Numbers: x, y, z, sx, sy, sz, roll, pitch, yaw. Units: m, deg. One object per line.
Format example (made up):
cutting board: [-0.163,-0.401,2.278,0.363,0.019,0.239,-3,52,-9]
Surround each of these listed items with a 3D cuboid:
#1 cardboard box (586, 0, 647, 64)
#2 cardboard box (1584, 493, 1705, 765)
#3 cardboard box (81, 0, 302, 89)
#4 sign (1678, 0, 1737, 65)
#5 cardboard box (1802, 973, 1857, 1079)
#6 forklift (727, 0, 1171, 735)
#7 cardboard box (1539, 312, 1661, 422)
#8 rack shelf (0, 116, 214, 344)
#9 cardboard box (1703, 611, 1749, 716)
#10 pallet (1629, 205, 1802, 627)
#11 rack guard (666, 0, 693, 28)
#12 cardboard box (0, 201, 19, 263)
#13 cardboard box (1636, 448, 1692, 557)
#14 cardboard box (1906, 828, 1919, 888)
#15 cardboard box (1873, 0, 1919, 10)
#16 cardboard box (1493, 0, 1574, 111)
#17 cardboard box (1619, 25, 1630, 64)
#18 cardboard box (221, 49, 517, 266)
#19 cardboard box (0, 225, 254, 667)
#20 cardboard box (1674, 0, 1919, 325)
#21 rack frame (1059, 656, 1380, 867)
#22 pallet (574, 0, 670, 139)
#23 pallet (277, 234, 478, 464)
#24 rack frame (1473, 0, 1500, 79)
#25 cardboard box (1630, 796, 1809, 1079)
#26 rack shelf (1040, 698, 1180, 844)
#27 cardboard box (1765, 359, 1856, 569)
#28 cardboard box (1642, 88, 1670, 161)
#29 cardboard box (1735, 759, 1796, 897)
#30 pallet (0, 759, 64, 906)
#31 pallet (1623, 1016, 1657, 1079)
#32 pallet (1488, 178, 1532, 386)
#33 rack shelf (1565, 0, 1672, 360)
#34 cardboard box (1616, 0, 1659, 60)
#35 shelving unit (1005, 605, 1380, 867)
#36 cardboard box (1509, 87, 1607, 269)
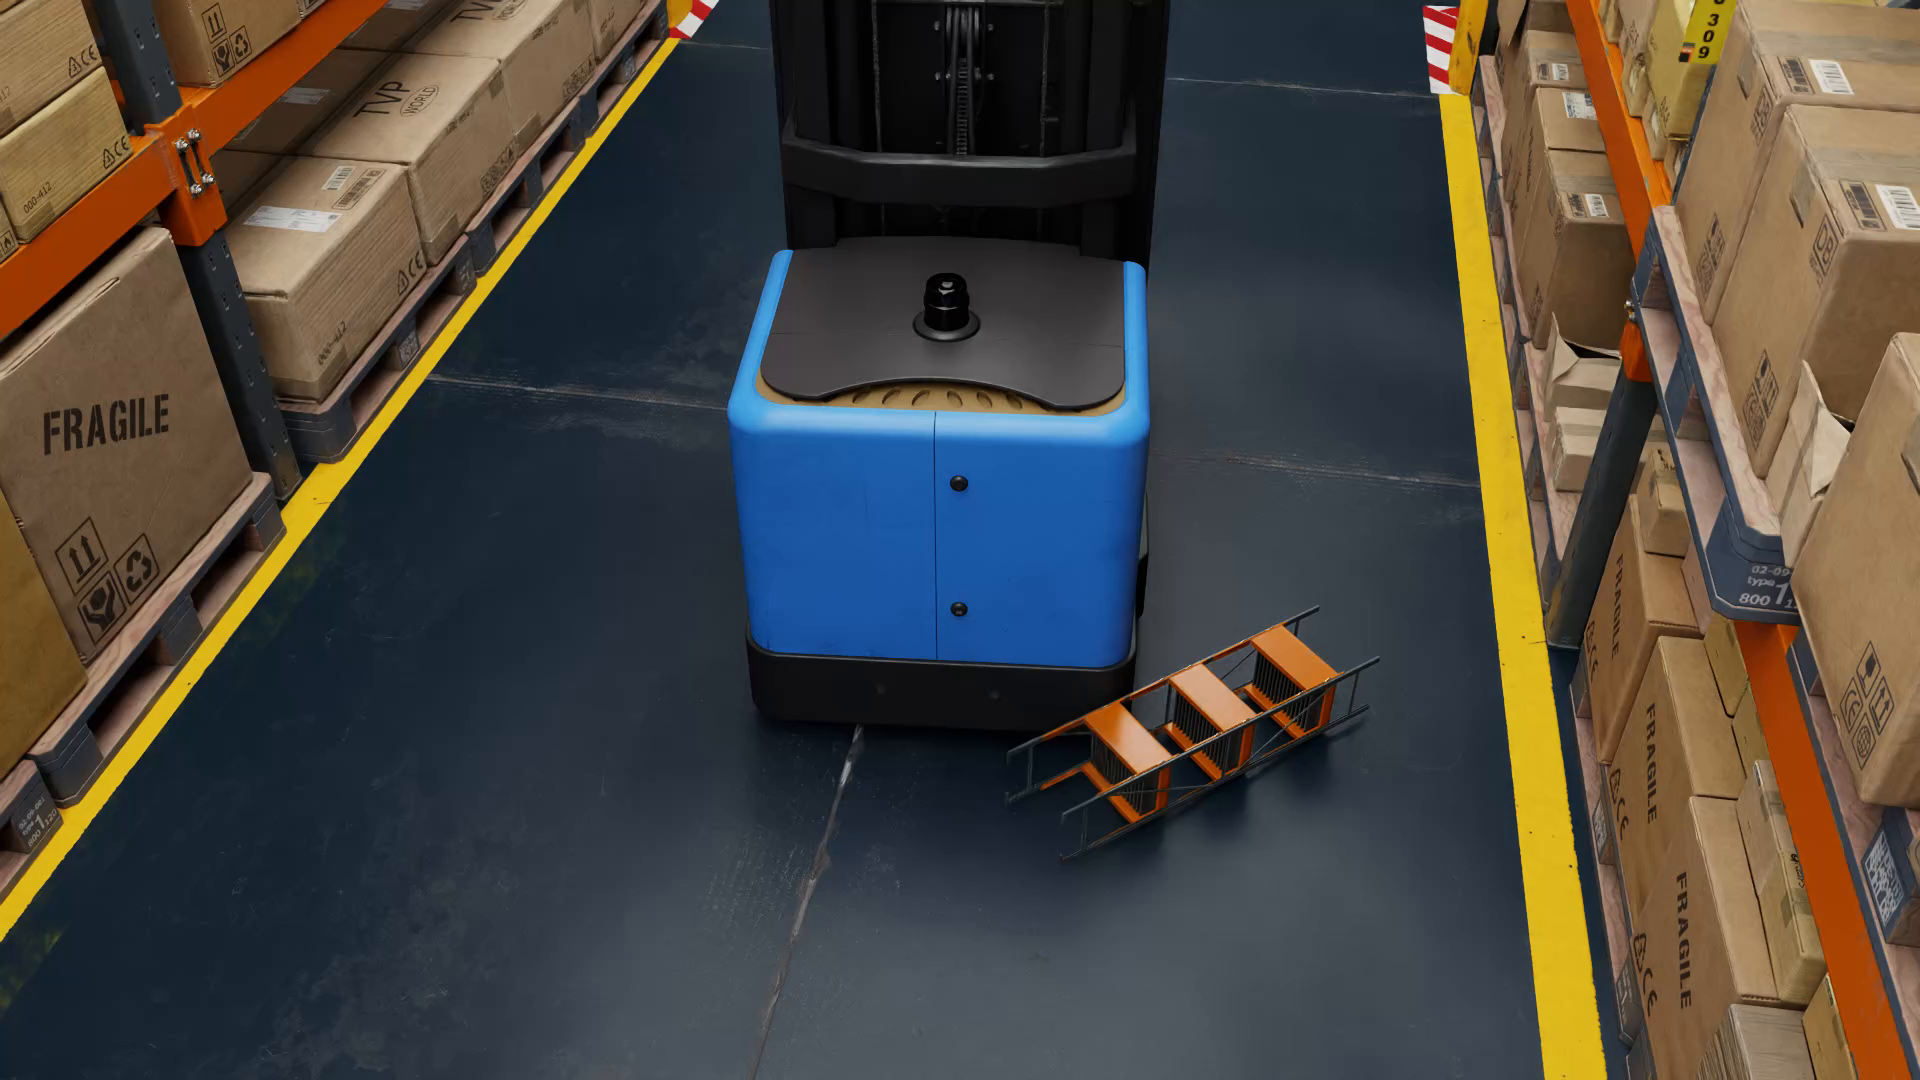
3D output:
cardboard box: [-1.991,-2.627,7.755,0.875,0.438,0.875,5,40,6]
cardboard box: [1.916,0.257,4.217,0.500,0.500,0.500,8,40,10]
cardboard box: [-2.329,-1.672,4.840,0.500,0.500,0.500,8,40,9]
sign: [1.686,-1.212,3.682,0.100,0.325,0.005,6,40,8]
cardboard box: [1.715,0.923,2.902,0.380,0.149,0.250,7,40,8]
forklift: [0.043,-1.527,4.797,1.130,2.935,3.031,3,40,3]
cardboard box: [2.090,-0.537,5.362,0.396,0.266,0.258,8,40,9]
rack shelf: [-3.014,0.165,3.261,1.077,0.370,4.000,6,40,8]
cardboard box: [1.893,0.269,3.693,0.380,0.149,0.250,4,40,5]
pallet: [1.976,-0.259,3.360,1.003,0.211,1.213,6,40,8]
rack guard: [-1.972,-2.930,8.401,1.175,0.500,0.348,6,40,8]
cardboard box: [-2.586,-0.681,3.838,0.500,0.250,0.500,6,40,7]
cardboard box: [1.897,-0.076,4.110,0.380,0.149,0.250,8,40,10]
cardboard box: [1.630,0.441,1.952,0.797,0.503,0.637,6,40,7]
cardboard box: [2.573,-1.161,4.184,0.500,0.250,0.500,6,40,7]
cardboard box: [2.715,-2.160,7.137,0.797,0.503,0.637,5,40,6]
cardboard box: [2.145,-1.447,4.844,0.380,0.149,0.250,7,40,9]
cardboard box: [-2.299,-1.486,6.375,0.875,0.438,0.875,5,40,6]
cardboard box: [-2.696,-0.313,4.612,0.875,0.875,0.875,8,40,9]
cardboard box: [1.918,-0.744,3.388,0.700,0.500,0.500,7,40,9]
rack frame: [0.696,0.572,4.366,1.050,0.200,0.008,-22,44,-24]
pallet: [-2.037,-2.293,7.858,1.003,0.211,1.213,6,40,8]
pallet: [-2.459,-0.762,6.006,1.003,0.211,1.213,6,40,8]
rack frame: [2.914,-3.333,6.927,1.000,3.000,0.127,6,40,8]
cardboard box: [1.743,0.905,3.433,0.500,0.500,0.500,5,40,6]
rack shelf: [0.387,0.604,4.327,0.259,0.215,0.240,-22,44,-24]
cardboard box: [1.603,-0.103,2.797,0.396,0.266,0.258,8,40,10]
cardboard box: [2.052,-1.120,4.447,0.380,0.149,0.250,7,40,9]
cardboard box: [1.778,0.595,3.299,0.380,0.149,0.250,6,40,8]
pallet: [-2.936,0.967,3.914,1.003,0.211,1.213,6,40,8]
pallet: [1.909,1.534,3.229,1.003,0.211,1.213,6,40,8]
pallet: [2.550,-0.947,6.230,1.003,0.211,1.213,6,40,8]
rack shelf: [2.568,-1.801,5.639,1.077,0.370,4.000,6,40,8]
cardboard box: [2.142,-1.542,4.646,0.500,0.250,0.500,7,40,8]
shelving unit: [0.630,0.506,4.445,1.050,0.215,0.252,-22,44,-24]
cardboard box: [2.338,-1.305,6.107,0.500,0.500,0.500,7,40,8]
